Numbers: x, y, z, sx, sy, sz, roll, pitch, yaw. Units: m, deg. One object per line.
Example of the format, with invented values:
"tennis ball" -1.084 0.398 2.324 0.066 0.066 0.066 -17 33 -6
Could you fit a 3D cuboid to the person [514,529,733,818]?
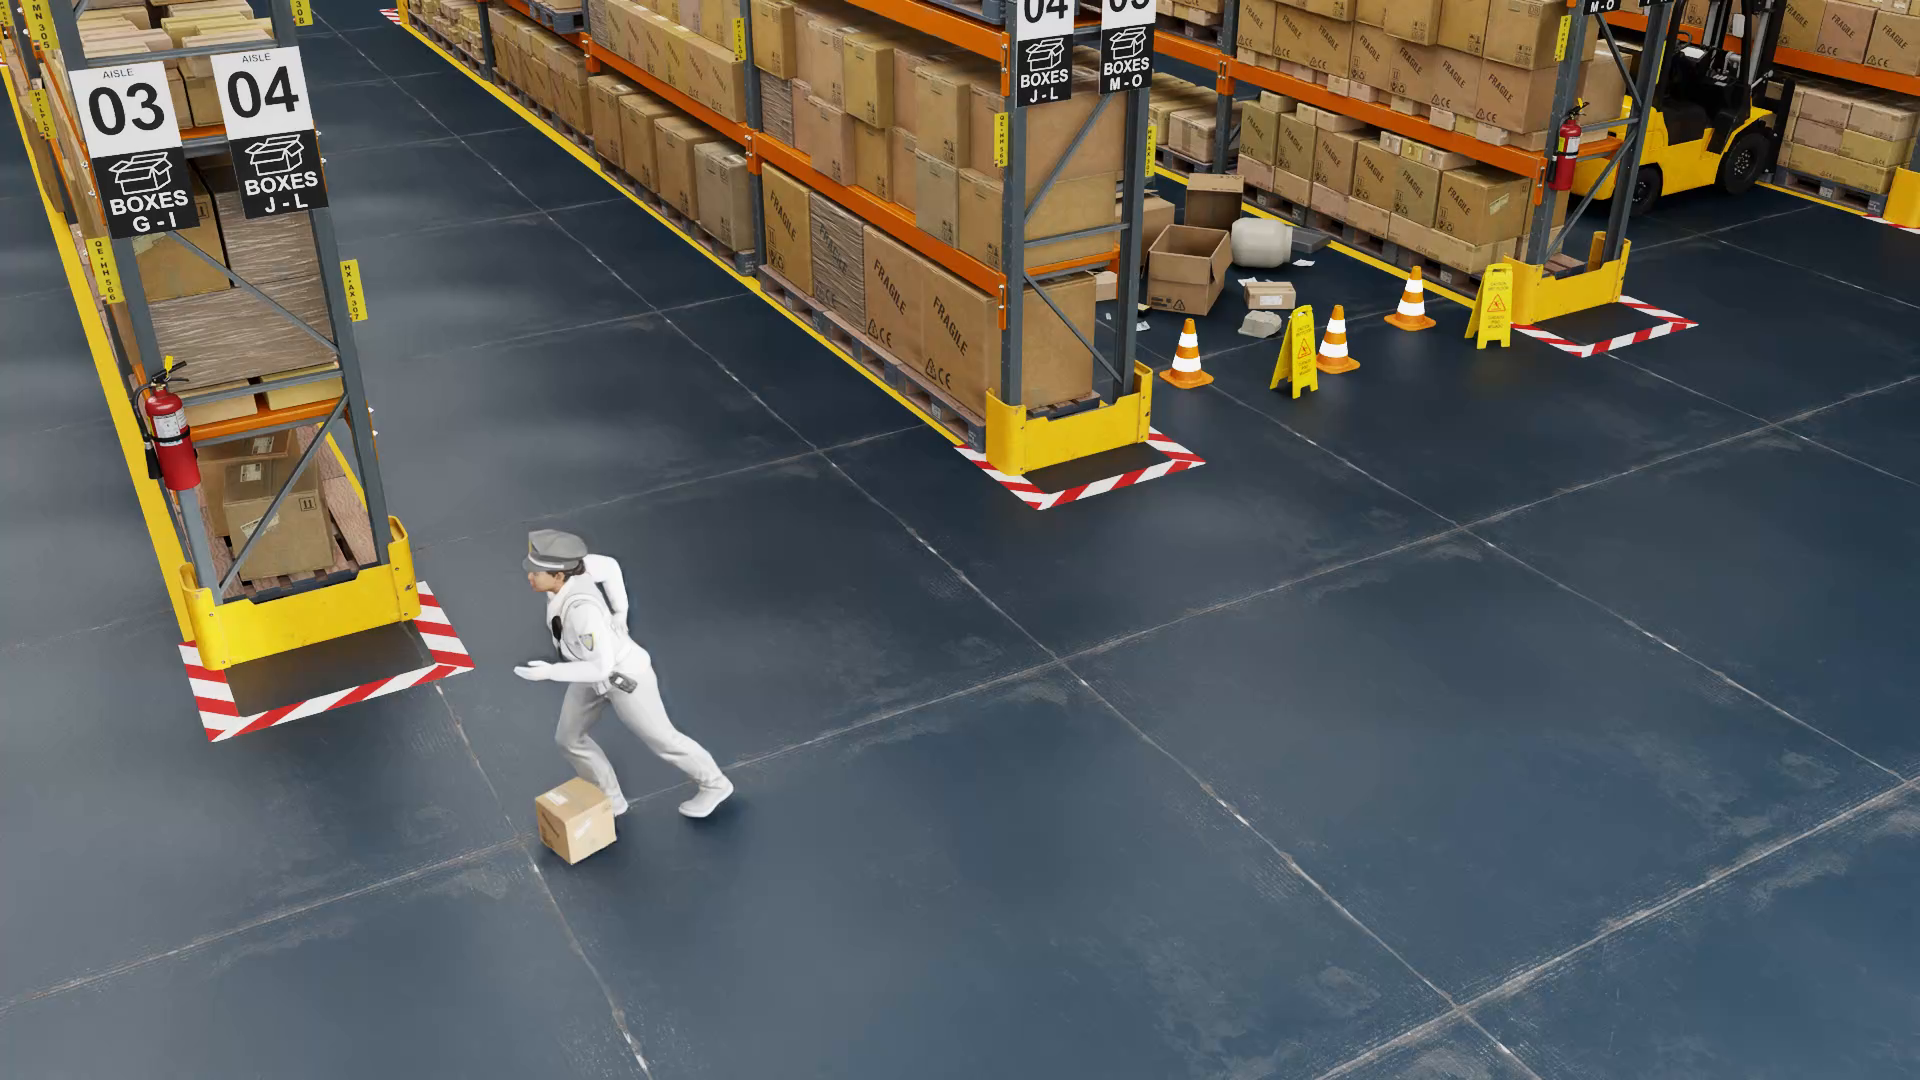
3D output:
"person" -1.559 0.625 7.487 0.909 1.619 0.606 -18 34 -29
